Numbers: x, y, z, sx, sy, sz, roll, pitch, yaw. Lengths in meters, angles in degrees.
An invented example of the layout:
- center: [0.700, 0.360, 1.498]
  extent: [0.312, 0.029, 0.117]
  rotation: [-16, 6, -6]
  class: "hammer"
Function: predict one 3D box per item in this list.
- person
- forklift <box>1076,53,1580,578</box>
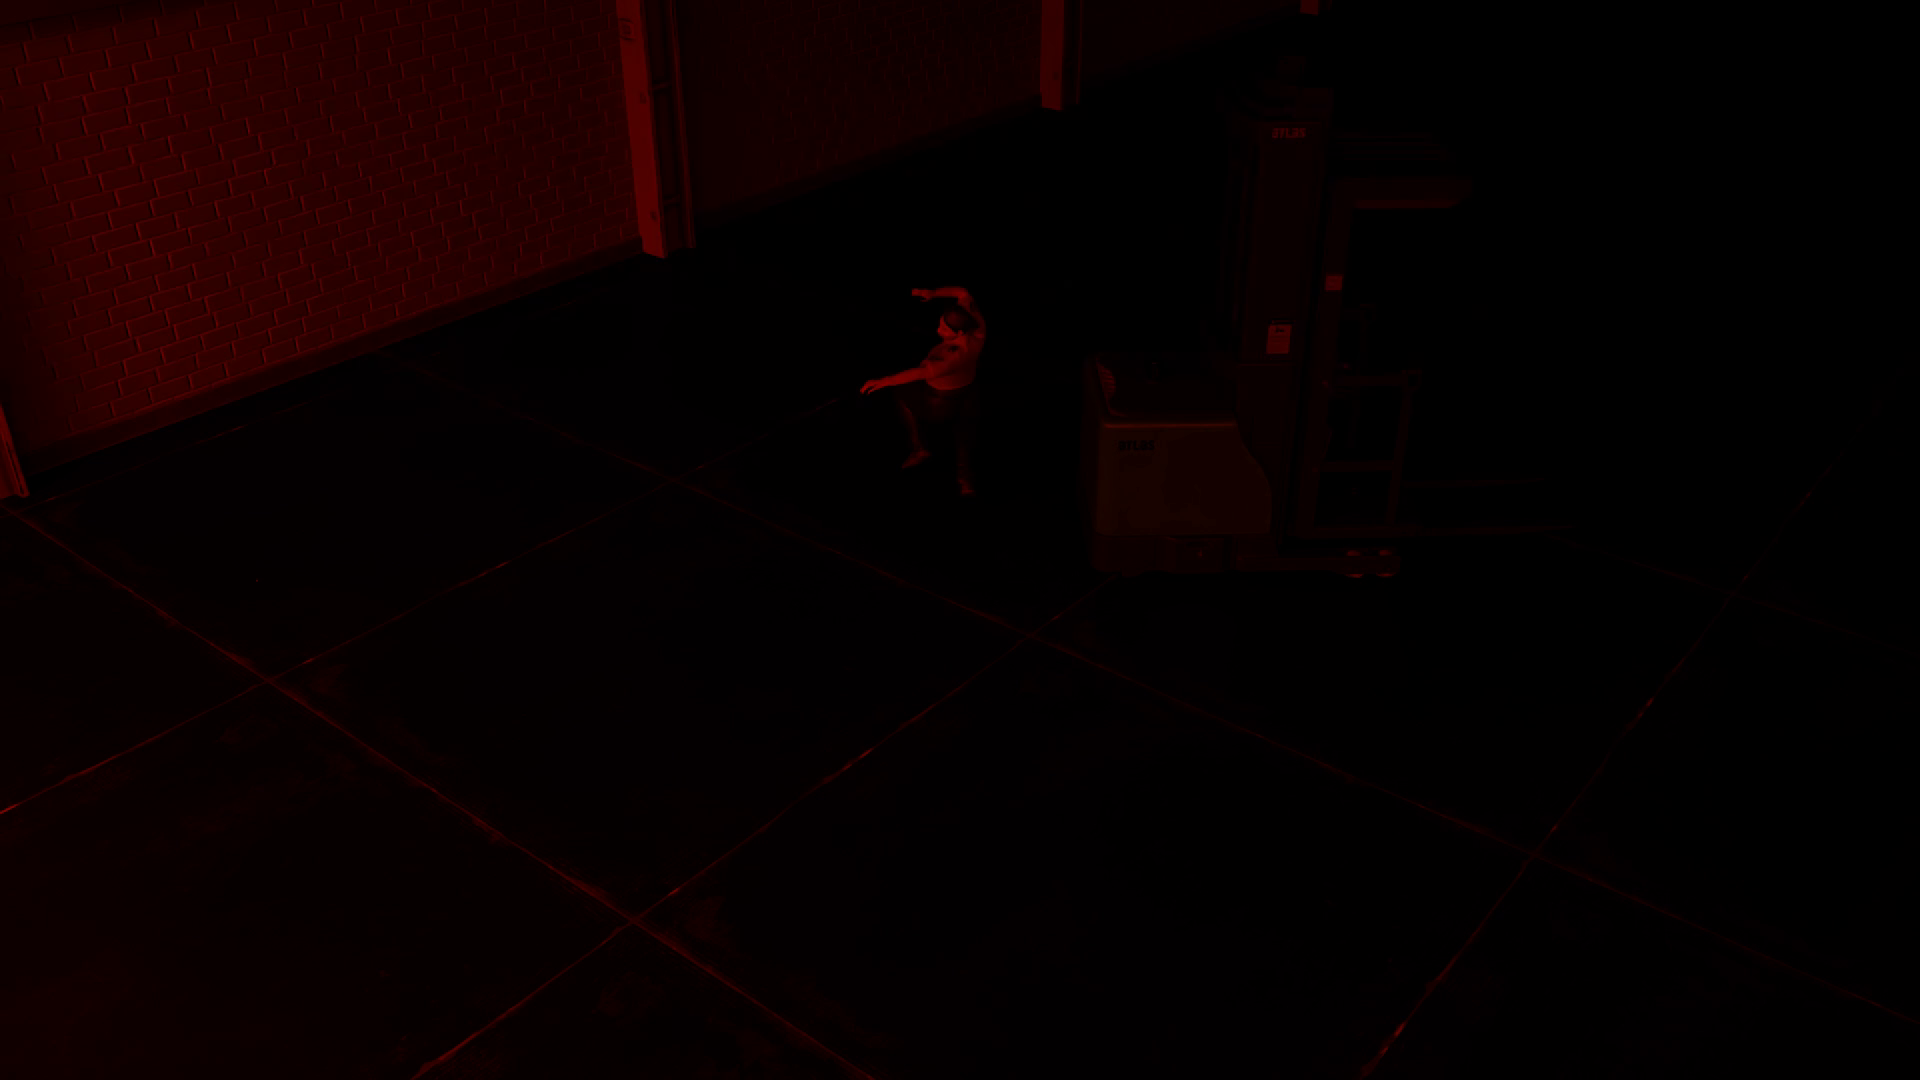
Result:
- center: [-0.327, -0.926, 10.715]
  extent: [1.003, 1.446, 0.858]
  rotation: [-16, 34, -25]
  class: "person"
- center: [2.285, -1.302, 9.823]
  extent: [3.031, 2.935, 1.130]
  rotation: [-1, 30, -2]
  class: "forklift"
